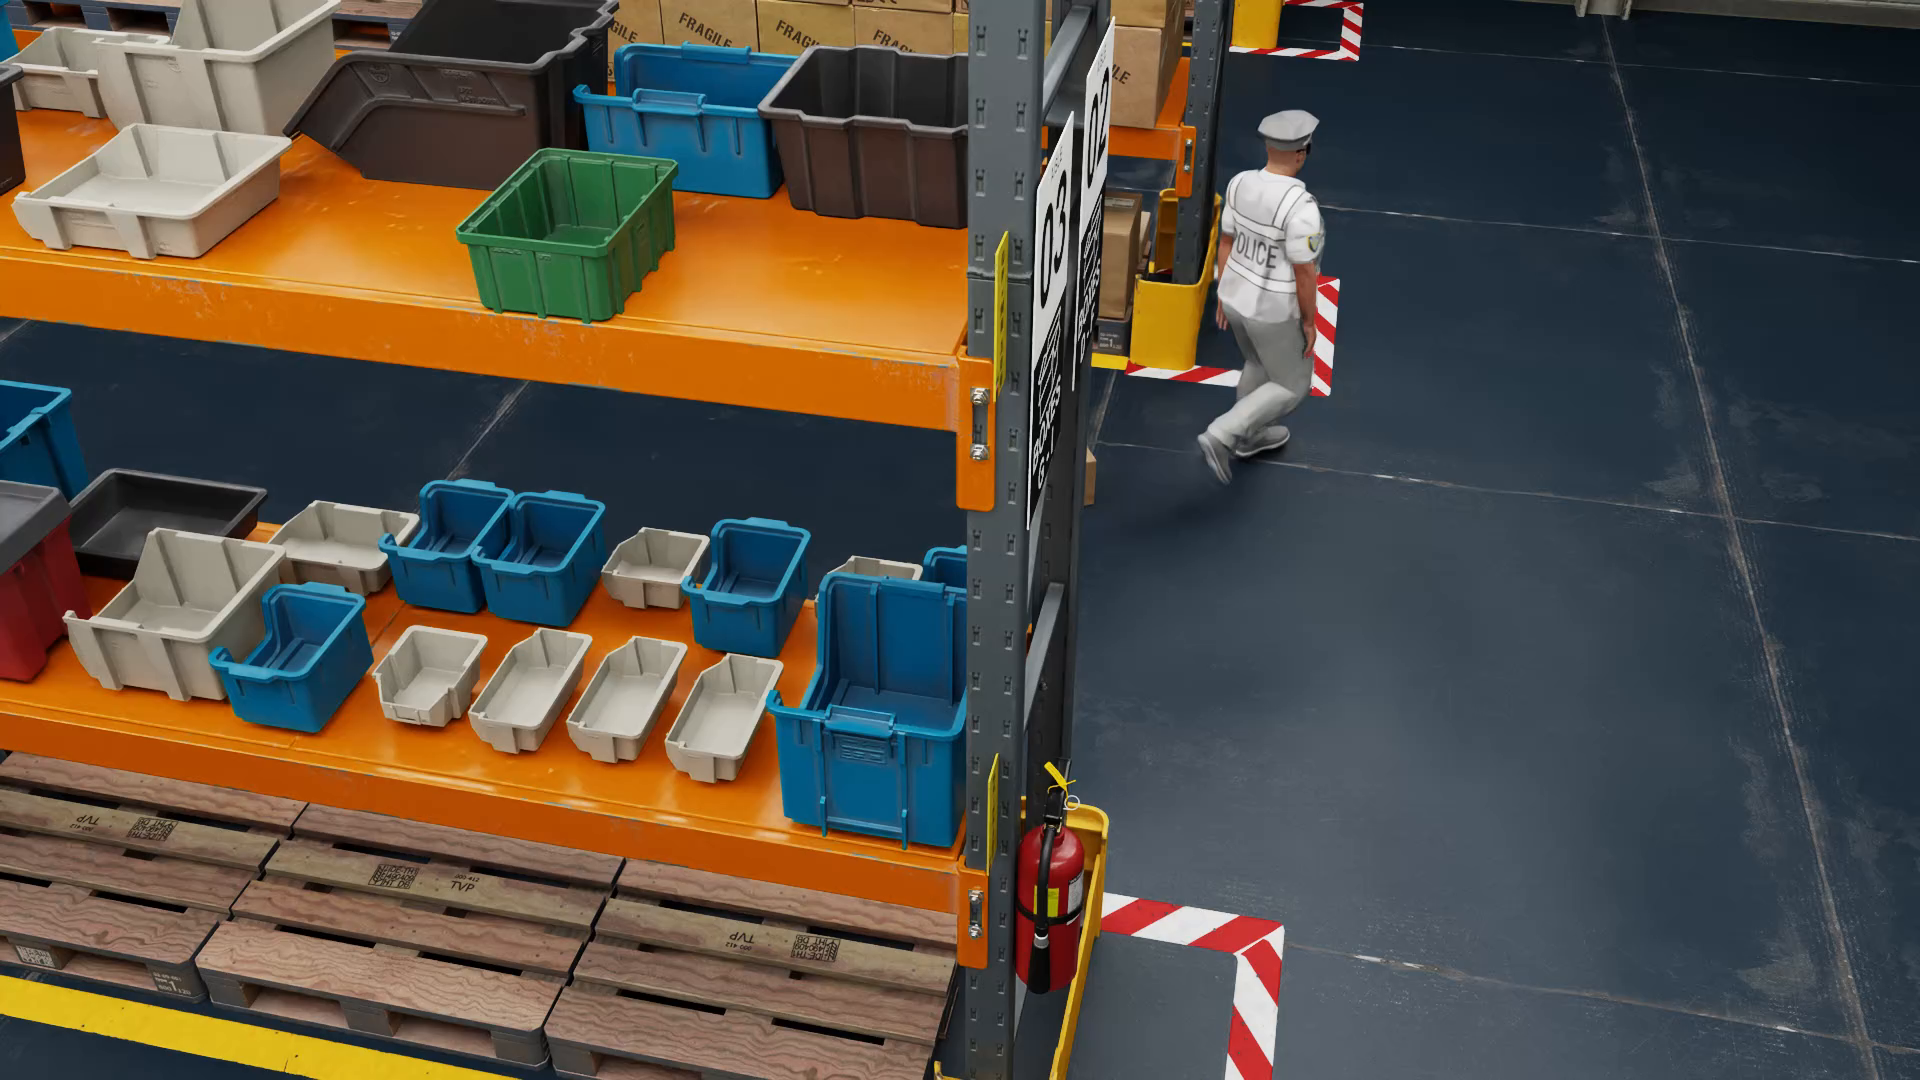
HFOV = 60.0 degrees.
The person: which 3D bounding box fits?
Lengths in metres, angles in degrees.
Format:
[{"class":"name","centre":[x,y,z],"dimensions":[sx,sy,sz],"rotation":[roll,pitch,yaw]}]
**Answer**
[{"class":"person","centre":[1.359,-1.064,7.547],"dimensions":[0.703,1.725,0.550],"rotation":[-20,41,-24]}]
